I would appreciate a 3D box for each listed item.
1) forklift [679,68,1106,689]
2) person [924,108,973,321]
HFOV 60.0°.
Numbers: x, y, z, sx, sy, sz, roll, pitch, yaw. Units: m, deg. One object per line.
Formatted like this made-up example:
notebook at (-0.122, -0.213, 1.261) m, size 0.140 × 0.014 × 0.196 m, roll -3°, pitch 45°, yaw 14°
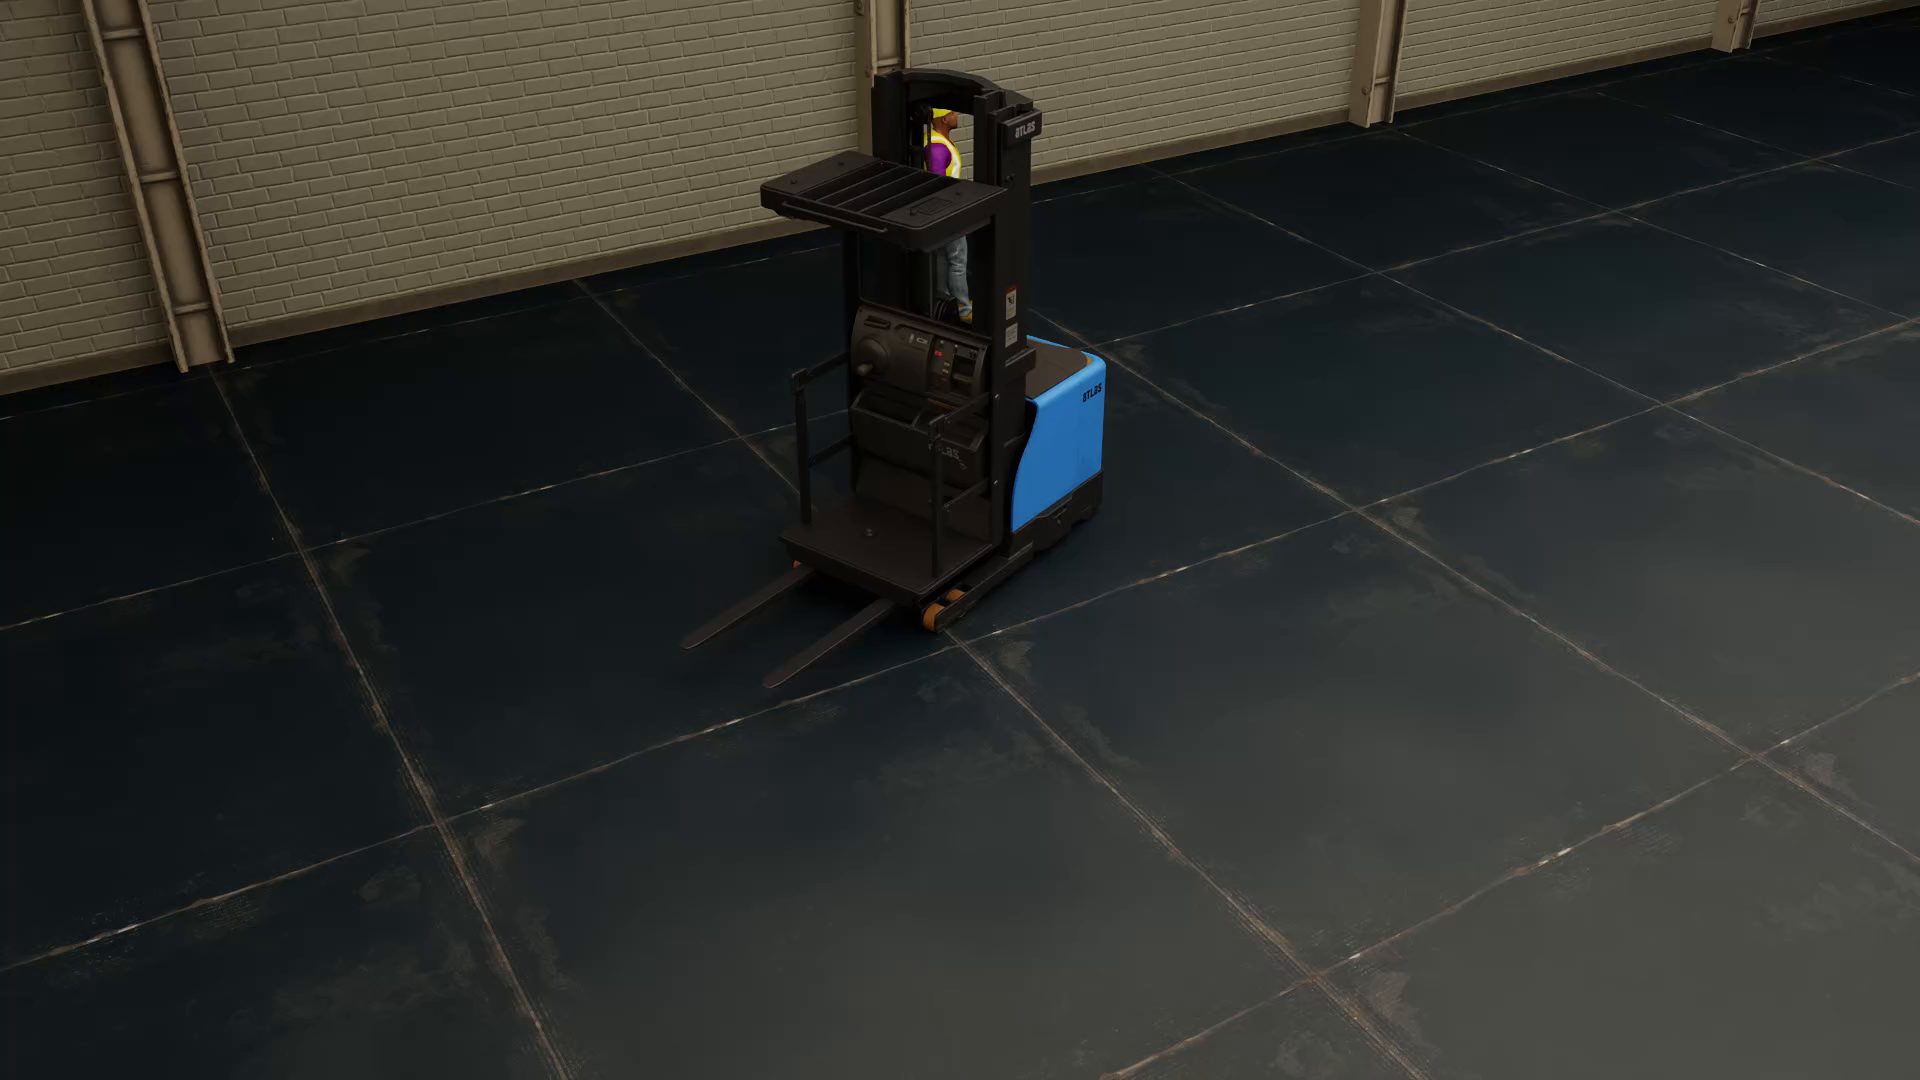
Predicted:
forklift at (-0.365, -1.007, 9.329) m, size 1.130 × 2.935 × 3.031 m, roll 21°, pitch 37°, yaw 31°
person at (-0.029, -2.628, 13.155) m, size 0.578 × 1.765 × 0.665 m, roll -2°, pitch 31°, yaw -3°
